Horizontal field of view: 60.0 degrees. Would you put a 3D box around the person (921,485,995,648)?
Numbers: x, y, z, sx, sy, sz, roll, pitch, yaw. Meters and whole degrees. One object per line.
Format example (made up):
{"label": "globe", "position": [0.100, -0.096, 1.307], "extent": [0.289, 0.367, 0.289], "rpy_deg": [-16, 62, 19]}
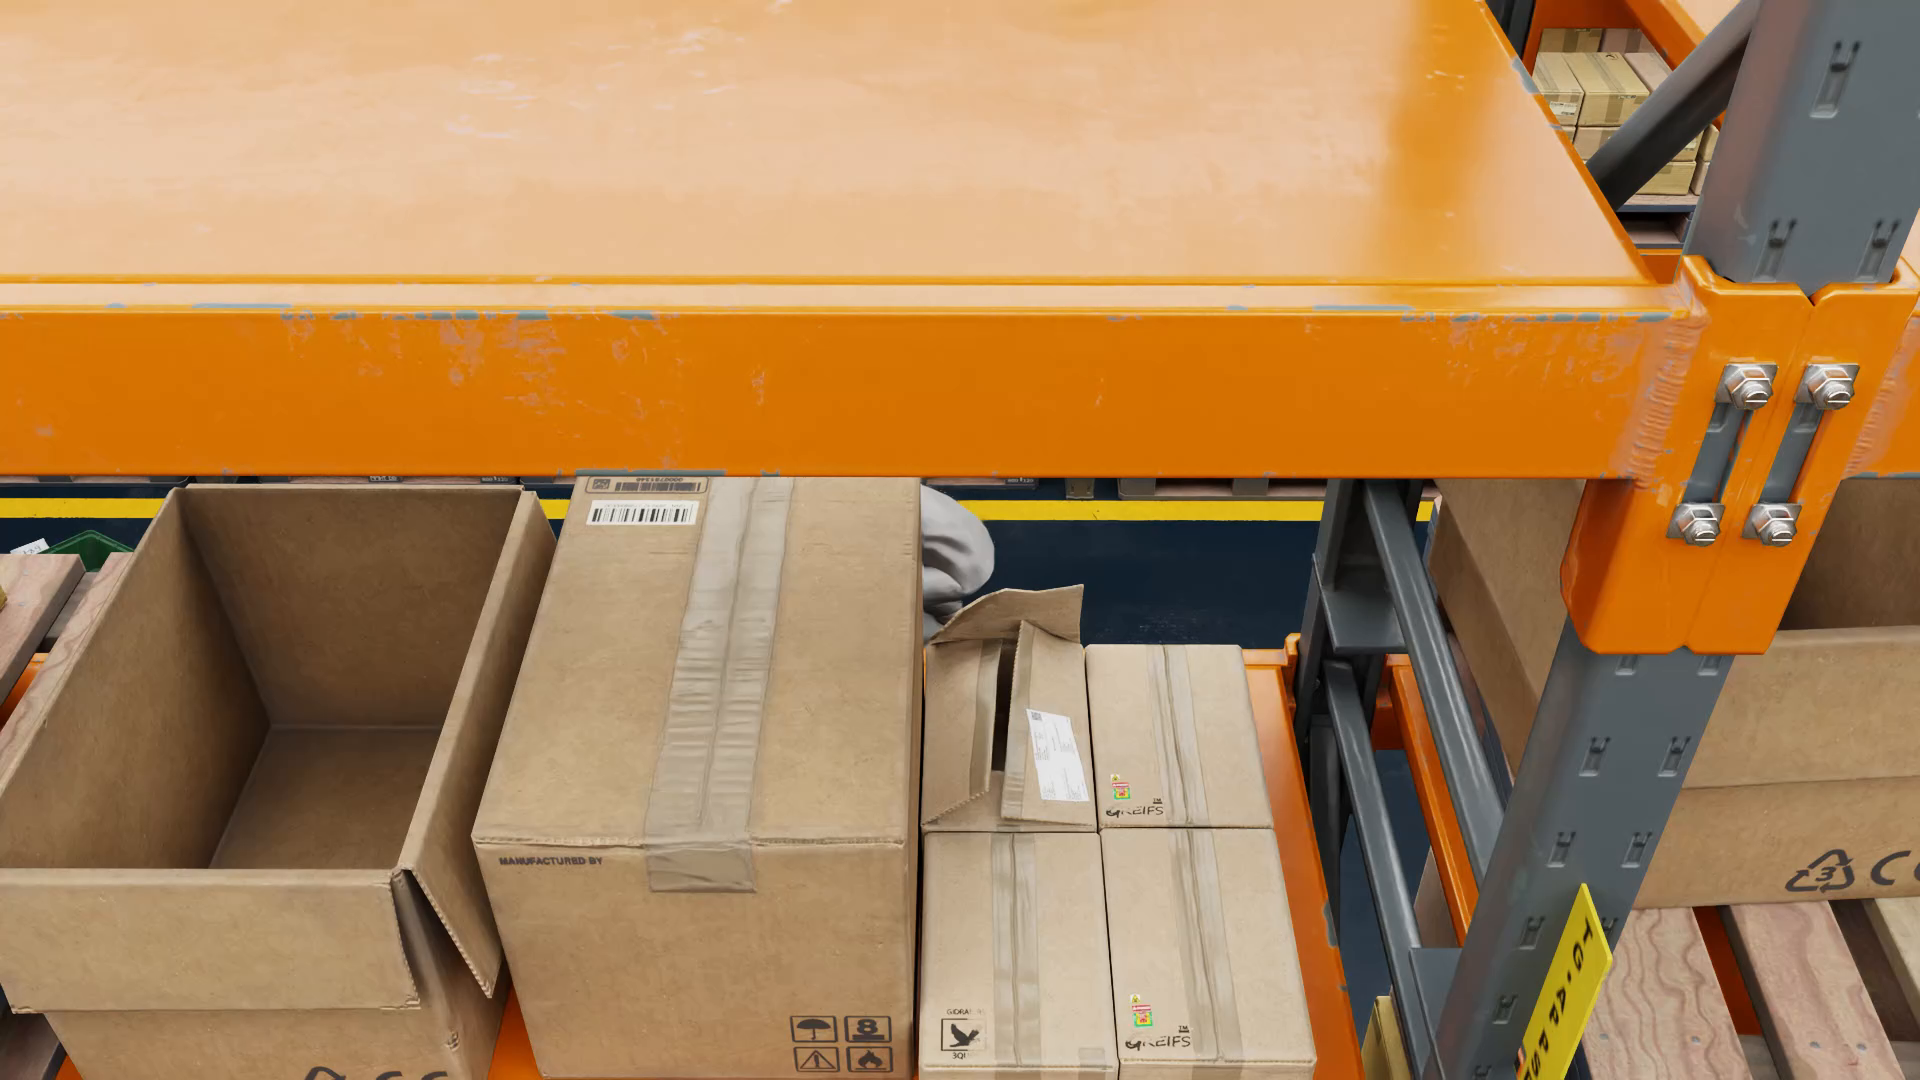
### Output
{"label": "person", "position": [-0.266, 0.064, 6.664], "extent": [0.809, 0.934, 0.491], "rpy_deg": [0, 40, 0]}
